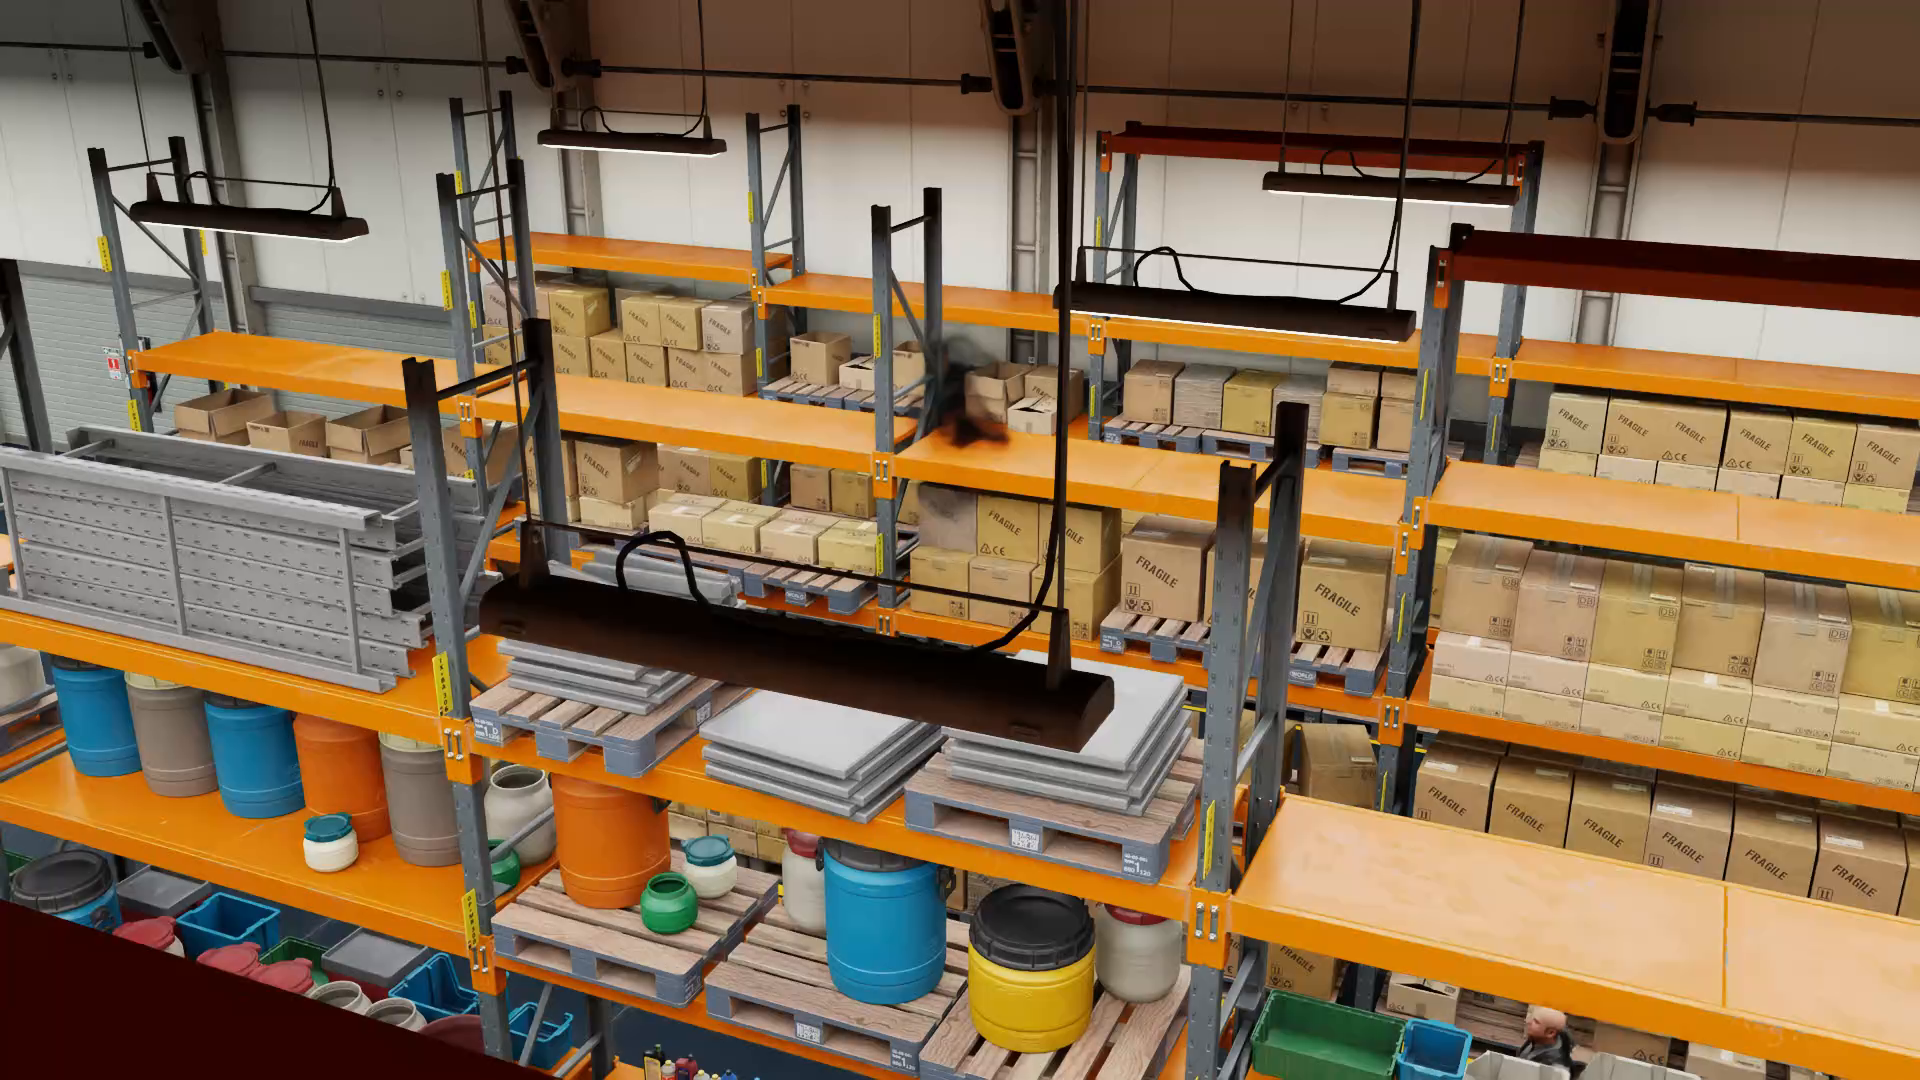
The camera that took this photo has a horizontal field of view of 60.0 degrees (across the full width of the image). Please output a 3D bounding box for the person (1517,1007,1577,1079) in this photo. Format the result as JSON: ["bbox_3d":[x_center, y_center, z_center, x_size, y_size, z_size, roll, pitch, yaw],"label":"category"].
[{"bbox_3d":[3.656,3.665,10.534,0.709,1.709,0.691,4,21,9],"label":"person"}]
